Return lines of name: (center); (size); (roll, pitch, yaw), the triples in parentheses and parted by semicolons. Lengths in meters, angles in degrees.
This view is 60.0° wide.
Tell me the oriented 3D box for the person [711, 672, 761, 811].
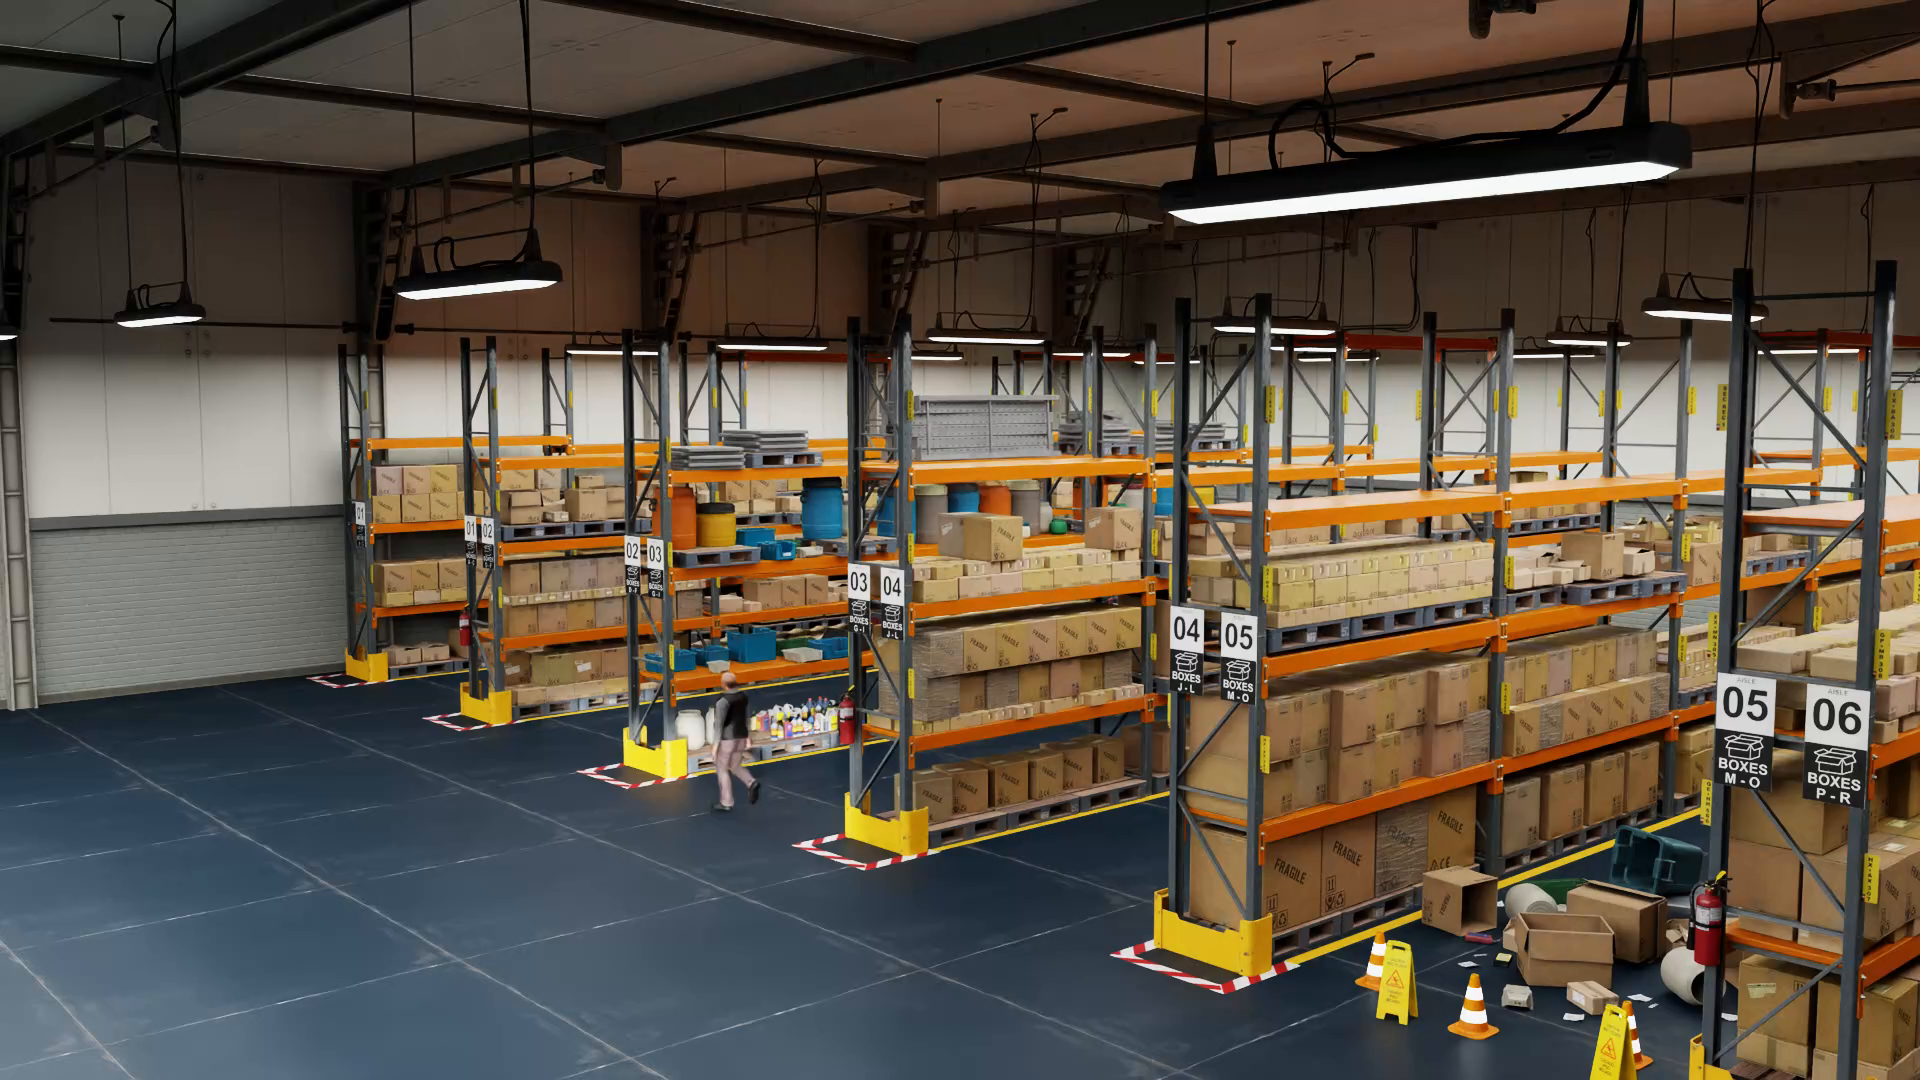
person: (-2.789, 2.475, 20.445); (0.577, 1.711, 0.592); (4, 6, 36)
